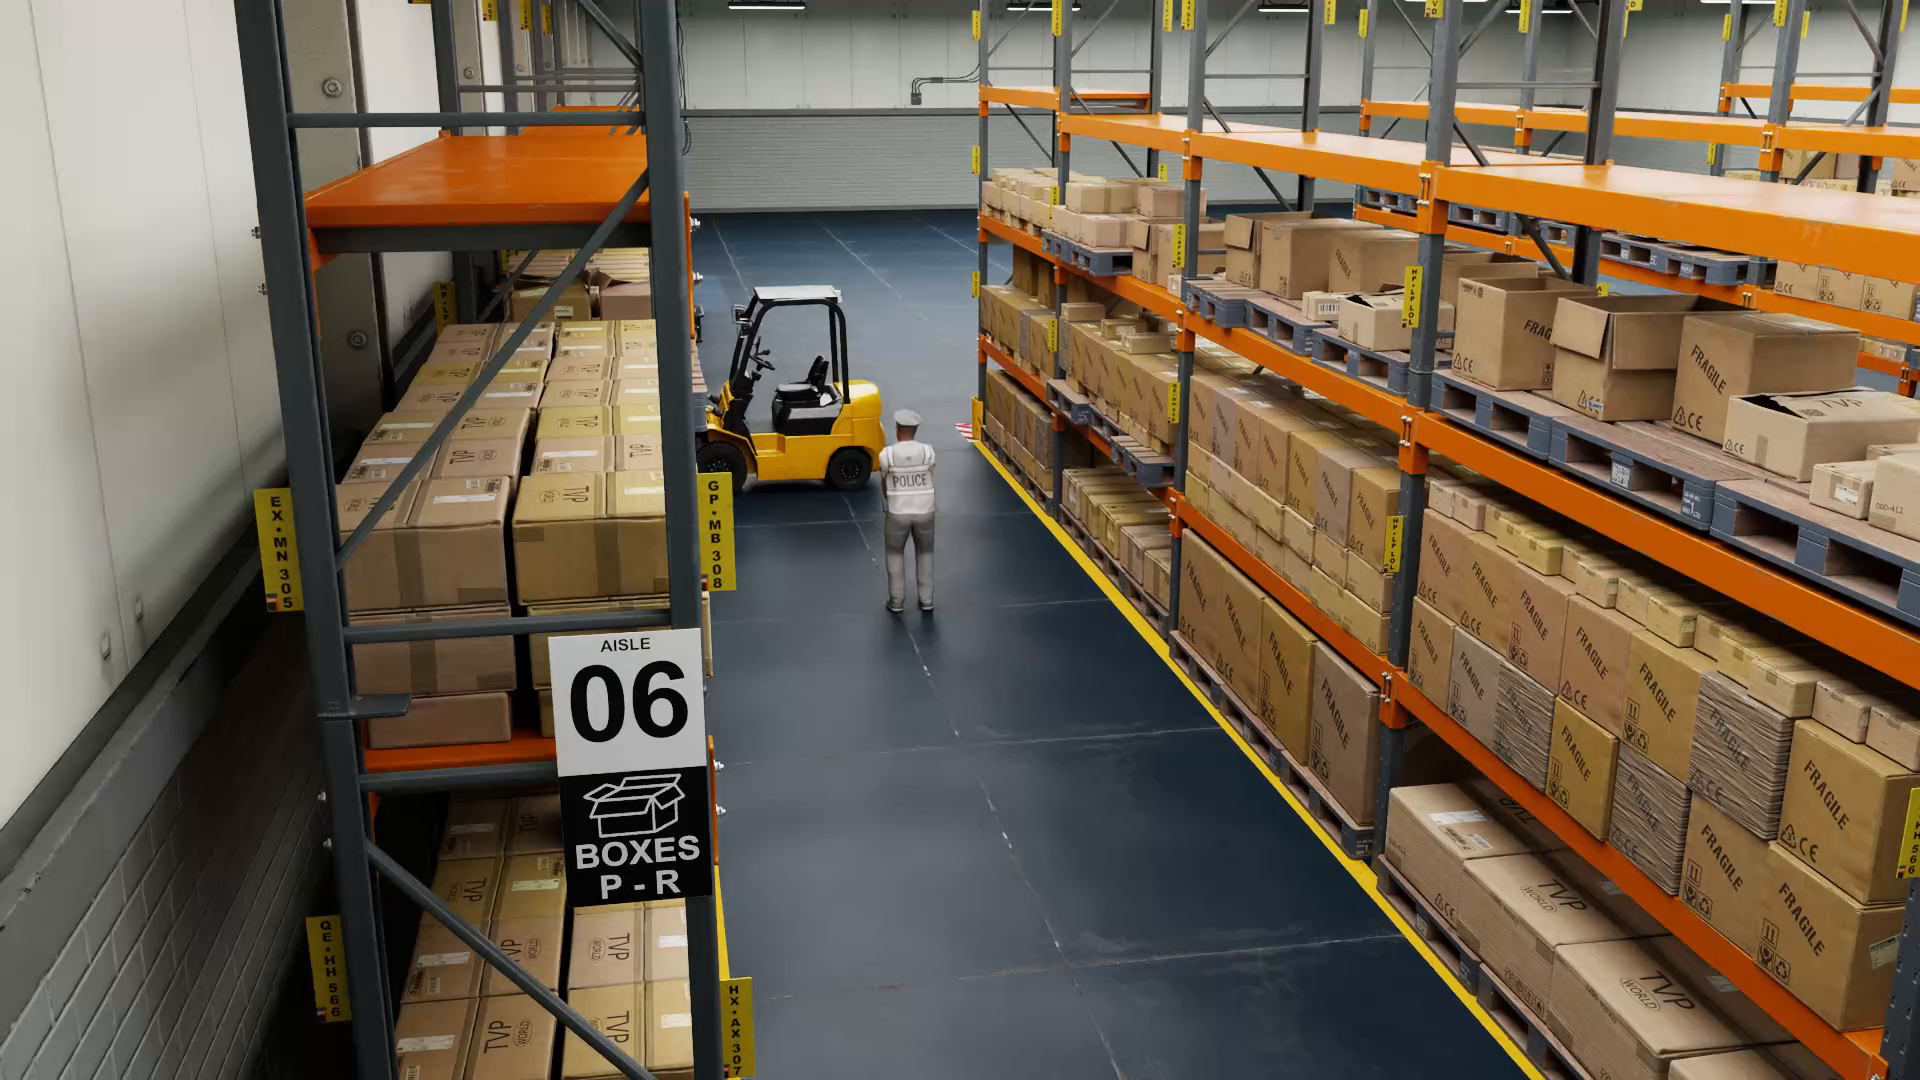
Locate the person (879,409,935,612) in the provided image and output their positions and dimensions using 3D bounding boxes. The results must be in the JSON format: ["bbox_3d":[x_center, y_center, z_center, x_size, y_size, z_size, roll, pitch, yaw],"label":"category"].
[{"bbox_3d":[-0.466,-0.266,14.415,0.490,1.771,0.565,-3,17,-11],"label":"person"}]
